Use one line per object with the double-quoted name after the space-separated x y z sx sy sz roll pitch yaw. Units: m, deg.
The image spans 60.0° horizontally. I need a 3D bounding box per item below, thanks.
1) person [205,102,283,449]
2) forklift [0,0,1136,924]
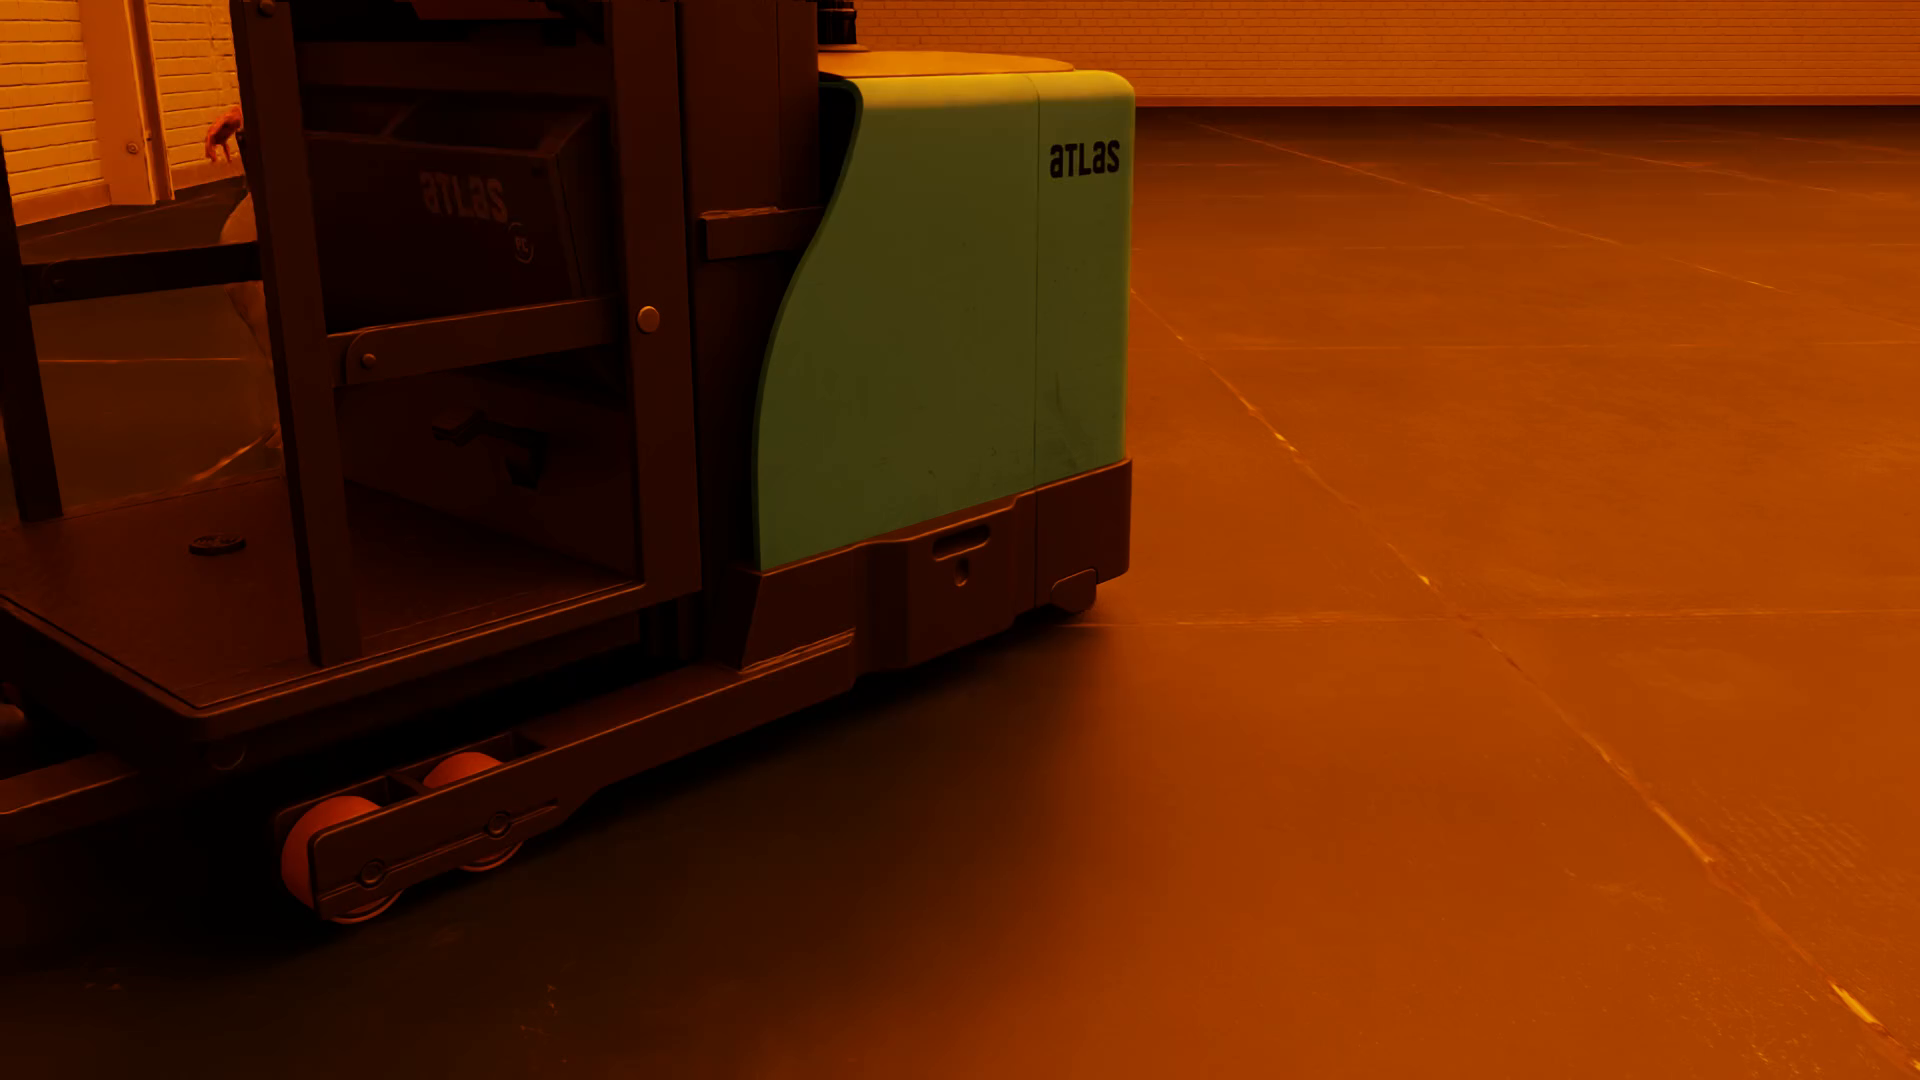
-1.799 -1.070 4.774 0.712 1.648 0.610 -2 17 -7 "person"
-1.005 -1.054 2.353 1.130 2.935 3.031 15 22 40 "forklift"
